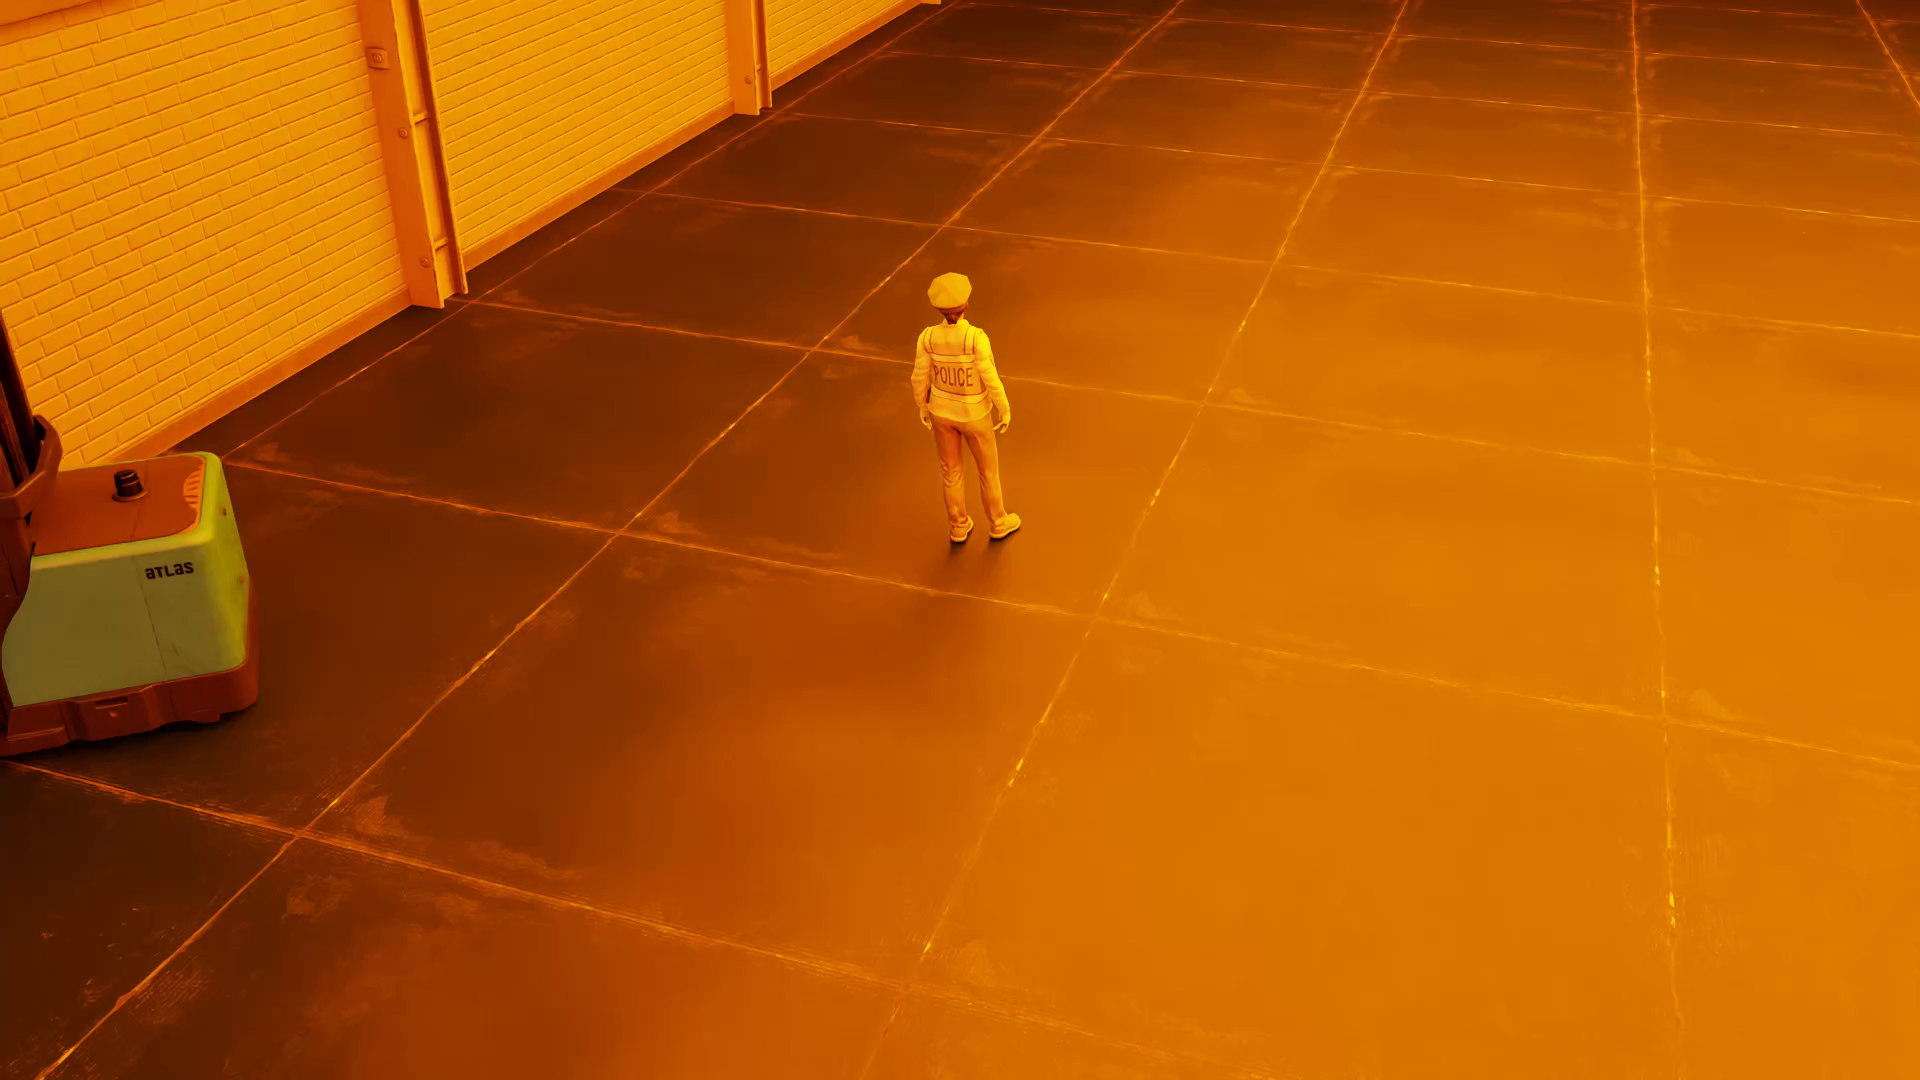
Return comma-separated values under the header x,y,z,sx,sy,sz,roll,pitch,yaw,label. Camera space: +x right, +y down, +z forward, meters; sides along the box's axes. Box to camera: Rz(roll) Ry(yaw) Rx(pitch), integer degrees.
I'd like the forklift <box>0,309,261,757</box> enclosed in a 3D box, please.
x,y,z,sx,sy,sz,roll,pitch,yaw,label
-5.174,-0.359,7.766,3.031,2.935,1.130,-10,31,-17,forklift

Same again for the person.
x,y,z,sx,sy,sz,roll,pitch,yaw,label
0.029,-0.774,9.728,0.586,1.694,0.530,10,31,16,person
